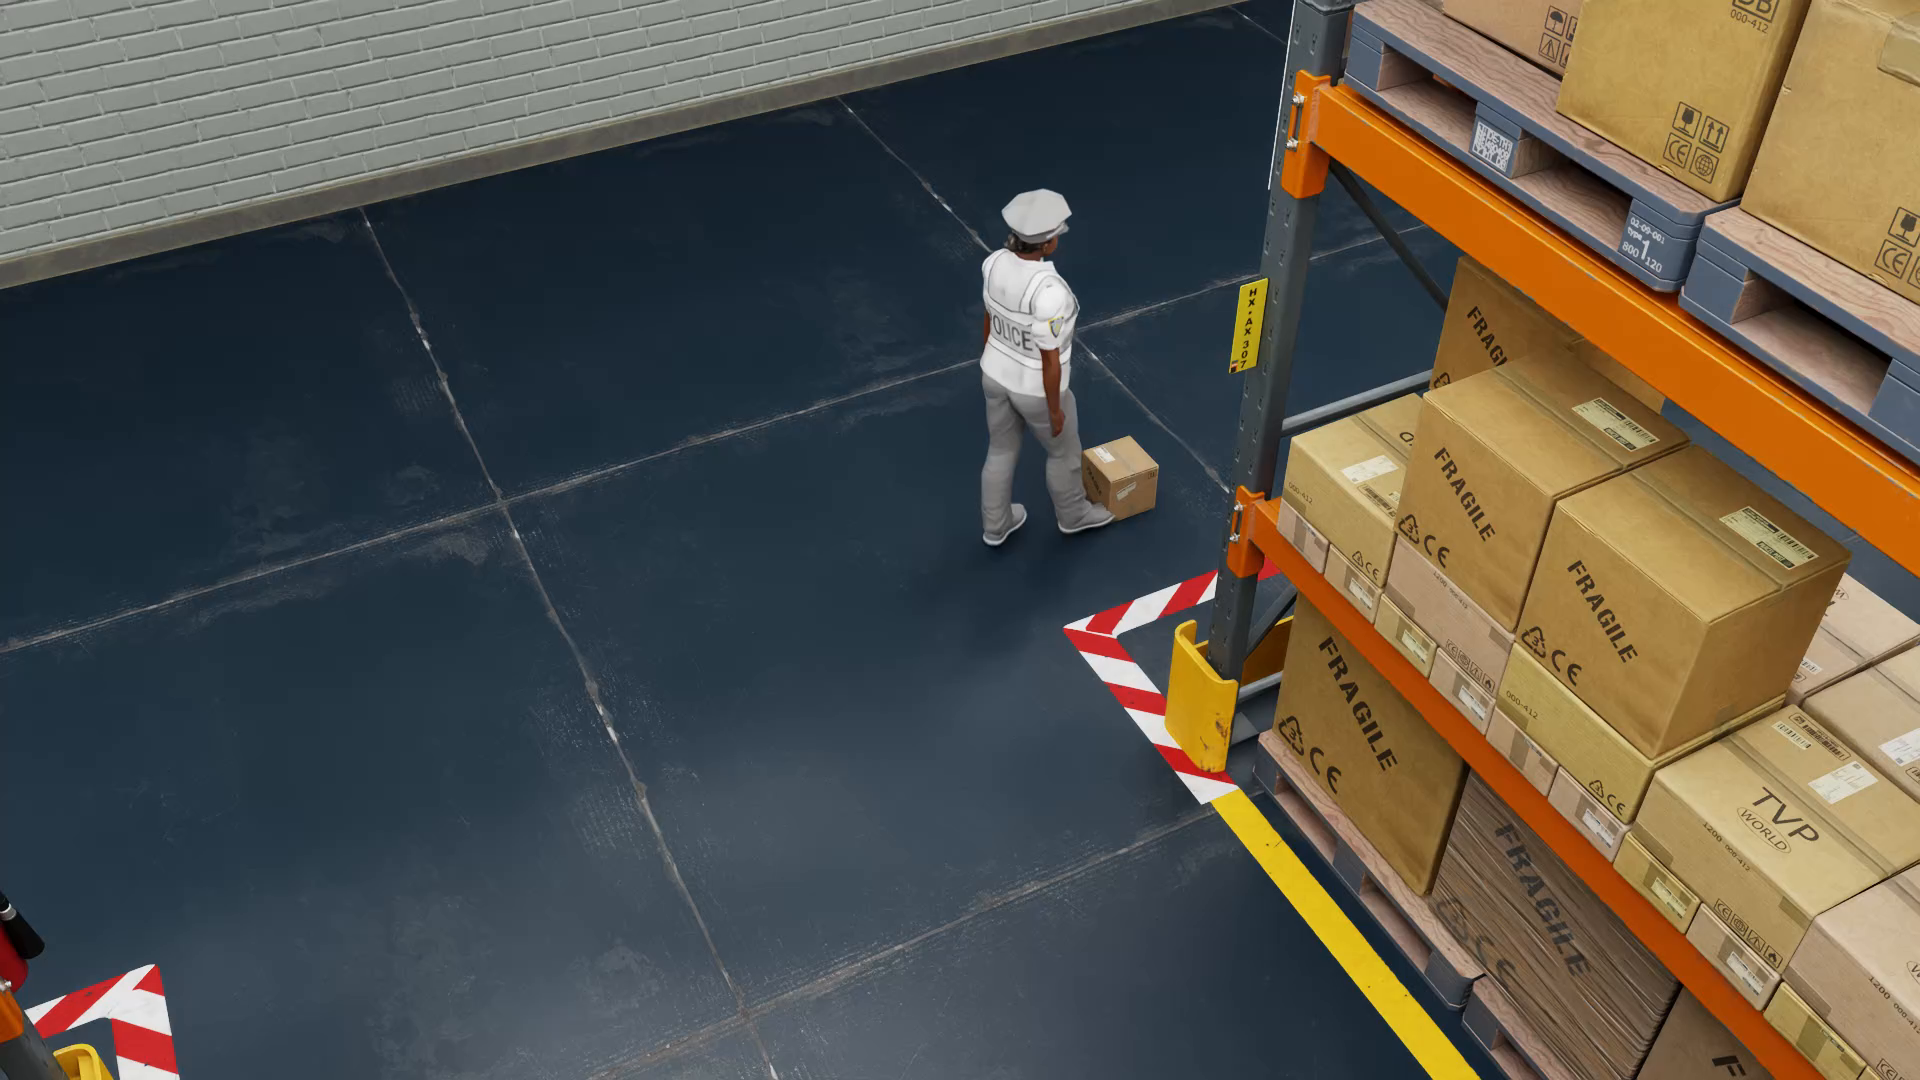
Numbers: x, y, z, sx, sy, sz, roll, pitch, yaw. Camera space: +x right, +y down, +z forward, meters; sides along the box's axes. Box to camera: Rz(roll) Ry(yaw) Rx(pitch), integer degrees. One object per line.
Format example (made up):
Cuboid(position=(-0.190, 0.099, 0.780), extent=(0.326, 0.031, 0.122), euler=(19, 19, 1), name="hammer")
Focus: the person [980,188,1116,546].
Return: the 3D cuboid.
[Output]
Cuboid(position=(0.355, -0.707, 6.935), extent=(0.582, 1.665, 0.487), euler=(-33, 51, -32), name="person")
